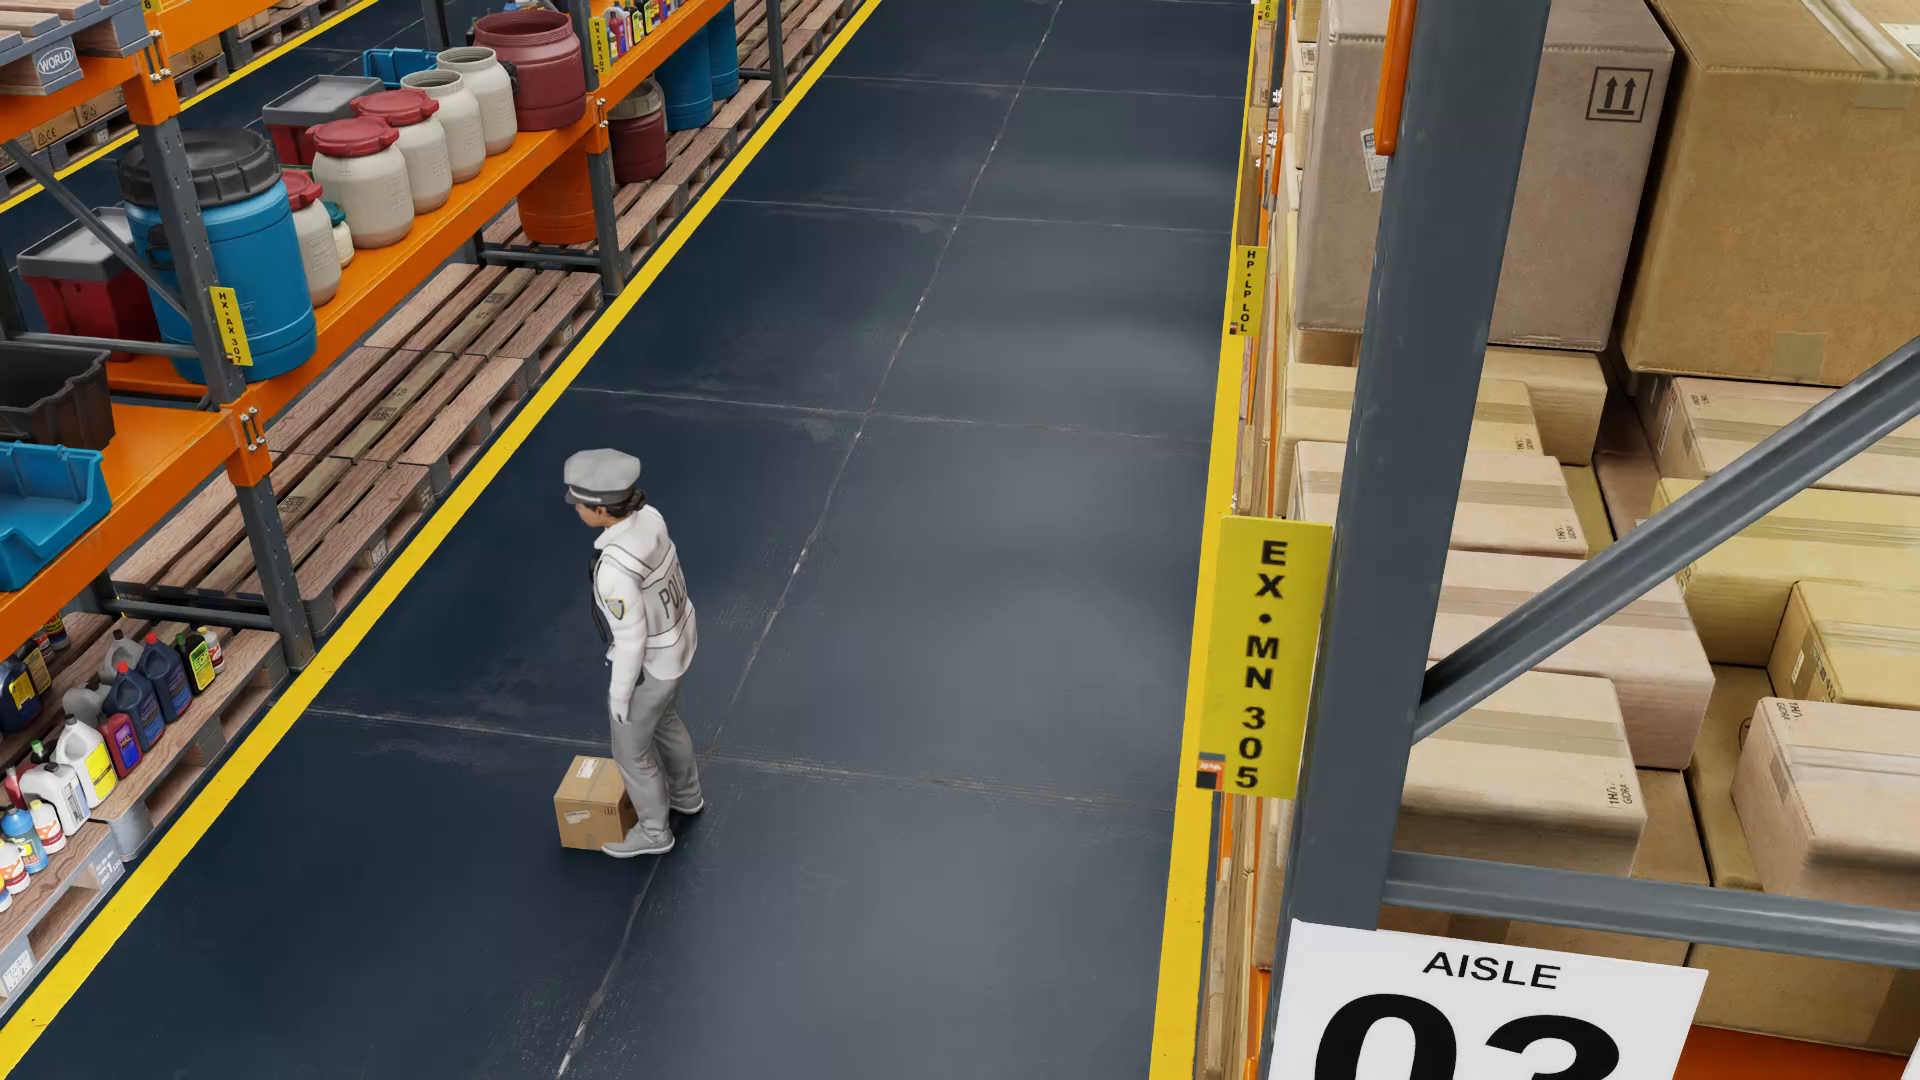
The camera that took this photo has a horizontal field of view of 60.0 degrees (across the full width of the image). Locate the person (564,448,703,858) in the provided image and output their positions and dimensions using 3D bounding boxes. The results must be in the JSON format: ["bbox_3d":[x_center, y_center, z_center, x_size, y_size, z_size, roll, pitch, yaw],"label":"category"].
[{"bbox_3d":[-1.156,0.432,5.959,0.413,1.662,0.523,4,33,6],"label":"person"}]
